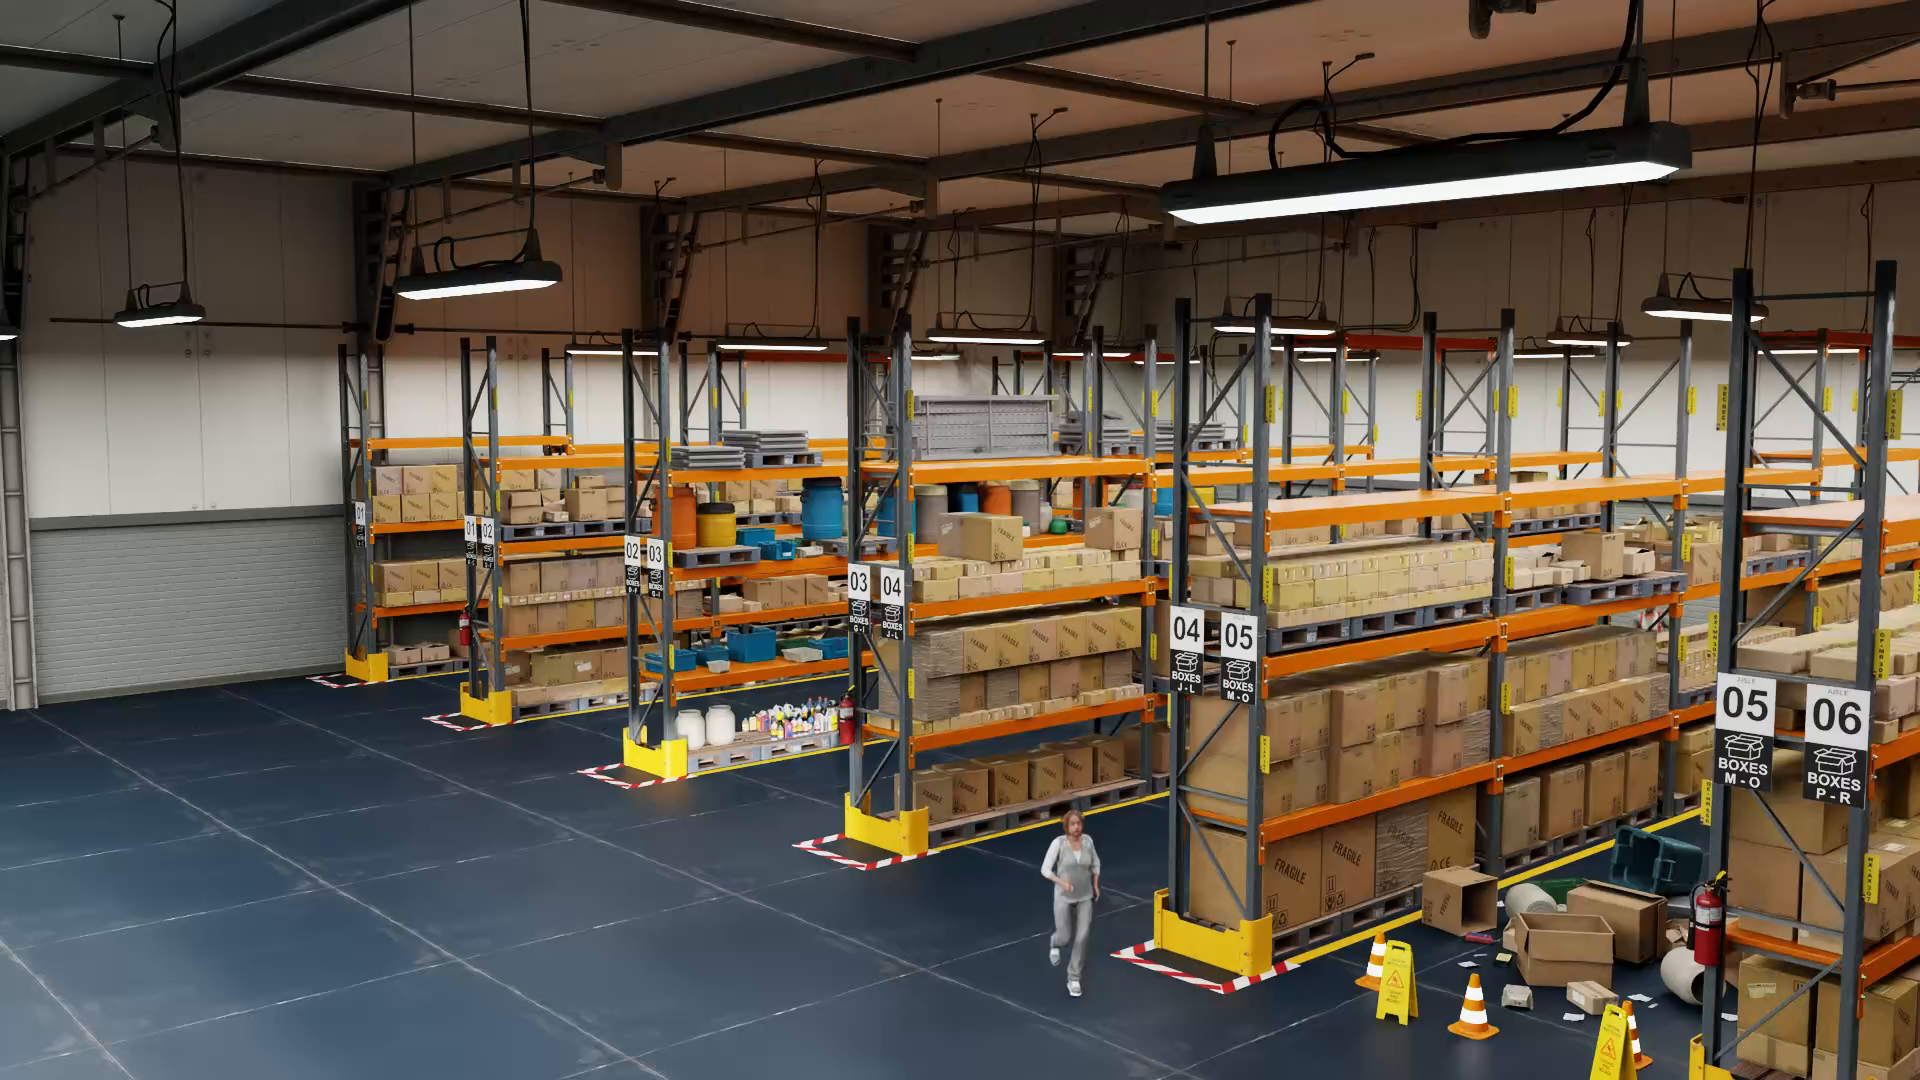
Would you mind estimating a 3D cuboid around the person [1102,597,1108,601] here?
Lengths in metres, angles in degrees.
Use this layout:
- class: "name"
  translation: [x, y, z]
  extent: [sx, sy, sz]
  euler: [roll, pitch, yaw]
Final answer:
- class: "person"
  translation: [2.461, 1.583, 30.673]
  extent: [0.753, 1.753, 0.594]
  euler: [-4, 7, -40]

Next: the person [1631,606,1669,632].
- class: "person"
  translation: [11.552, 1.808, 27.813]
  extent: [0.689, 1.736, 0.547]
  euler: [3, 6, 33]

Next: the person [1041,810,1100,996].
- class: "person"
  translation: [0.967, 3.097, 14.410]
  extent: [0.549, 1.564, 0.675]
  euler: [-1, 5, -12]

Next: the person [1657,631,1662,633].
- class: "person"
  translation: [10.442, 2.160, 24.815]
  extent: [0.575, 1.609, 0.614]
  euler: [-4, 7, -38]
